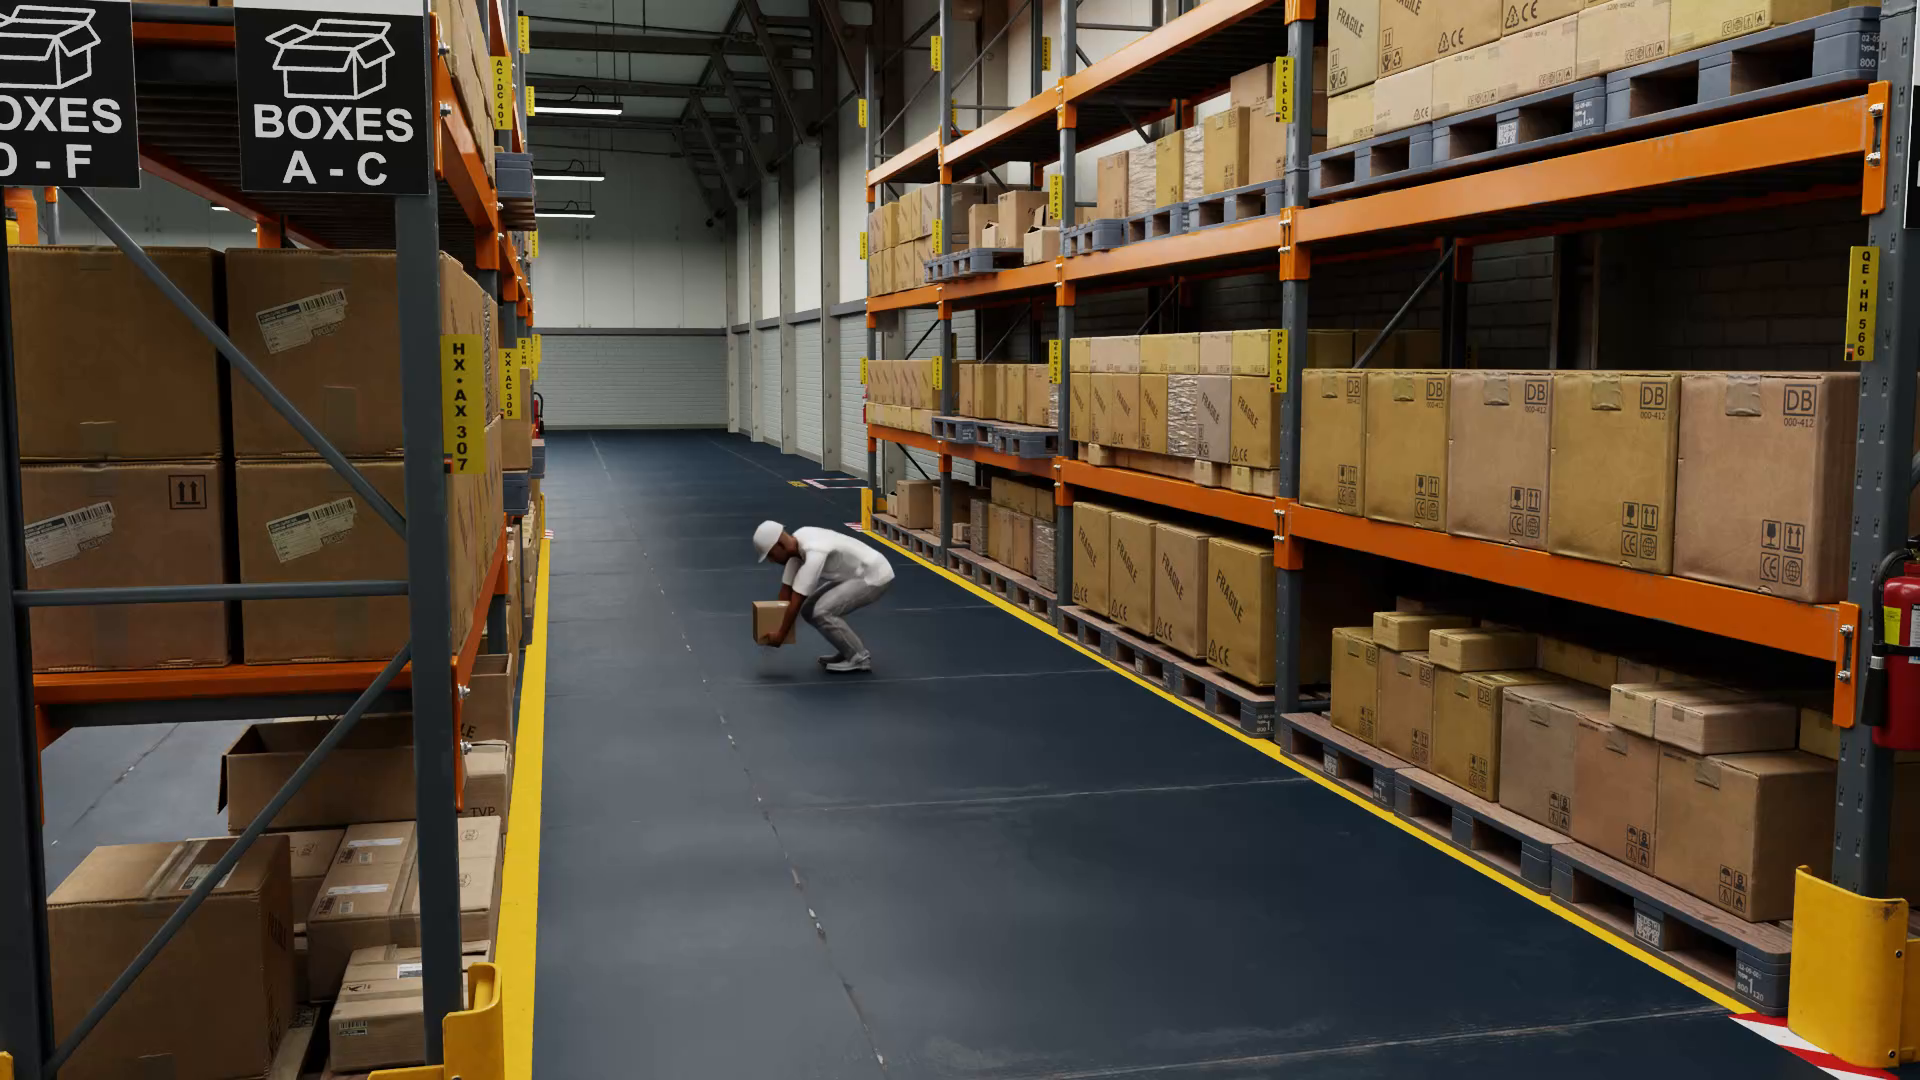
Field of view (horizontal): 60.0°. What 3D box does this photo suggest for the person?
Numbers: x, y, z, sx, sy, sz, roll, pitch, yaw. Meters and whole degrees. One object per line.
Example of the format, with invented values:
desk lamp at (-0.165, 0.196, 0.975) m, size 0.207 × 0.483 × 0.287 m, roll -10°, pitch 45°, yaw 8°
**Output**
person at (-0.904, 0.365, 11.024) m, size 0.934 × 1.007 × 0.531 m, roll -2°, pitch 6°, yaw -16°
